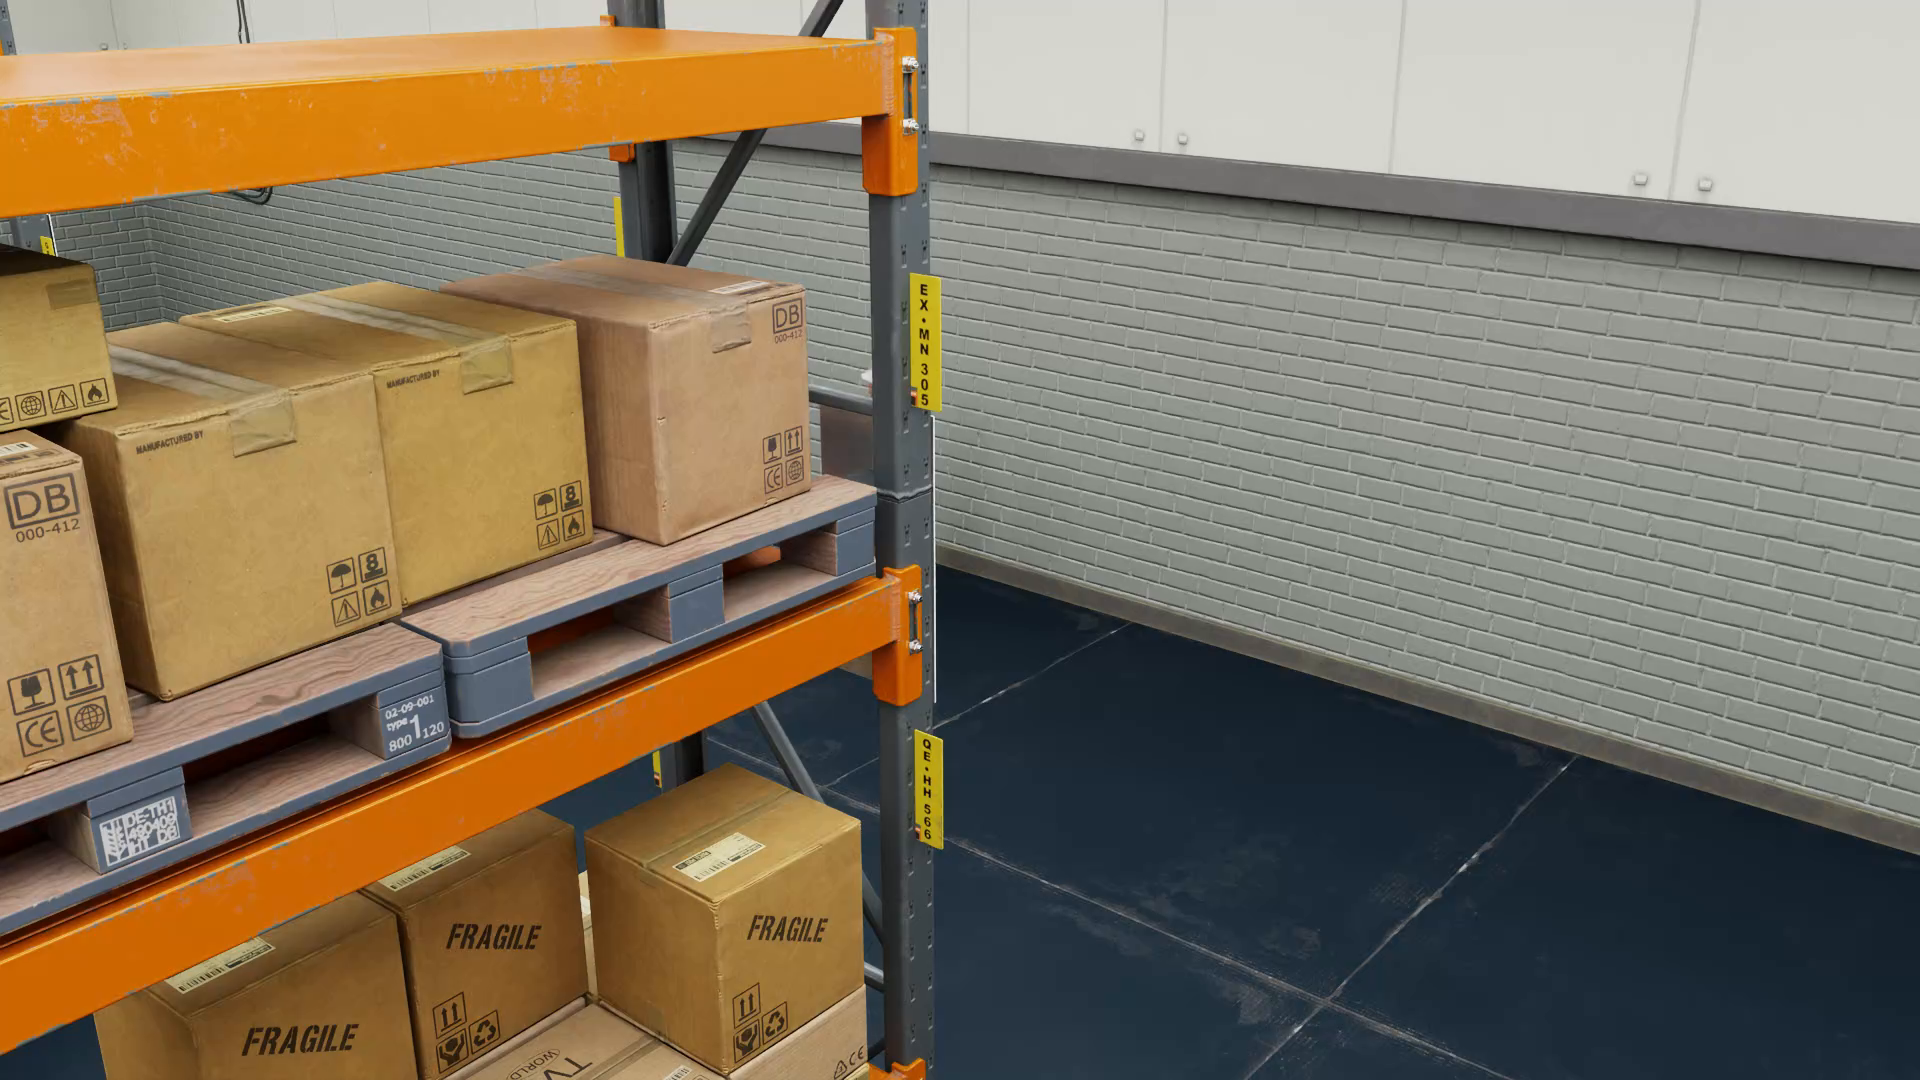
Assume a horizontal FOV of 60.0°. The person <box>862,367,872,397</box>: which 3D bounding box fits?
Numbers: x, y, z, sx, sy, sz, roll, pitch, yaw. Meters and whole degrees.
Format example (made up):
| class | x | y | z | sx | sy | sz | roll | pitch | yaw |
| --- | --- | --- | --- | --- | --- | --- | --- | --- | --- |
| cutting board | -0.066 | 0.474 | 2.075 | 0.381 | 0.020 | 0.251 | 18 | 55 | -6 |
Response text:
| class | x | y | z | sx | sy | sz | roll | pitch | yaw |
| --- | --- | --- | --- | --- | --- | --- | --- | --- | --- |
| person | -0.550 | -0.330 | 10.939 | 0.541 | 1.770 | 0.548 | 15 | 25 | 36 |
